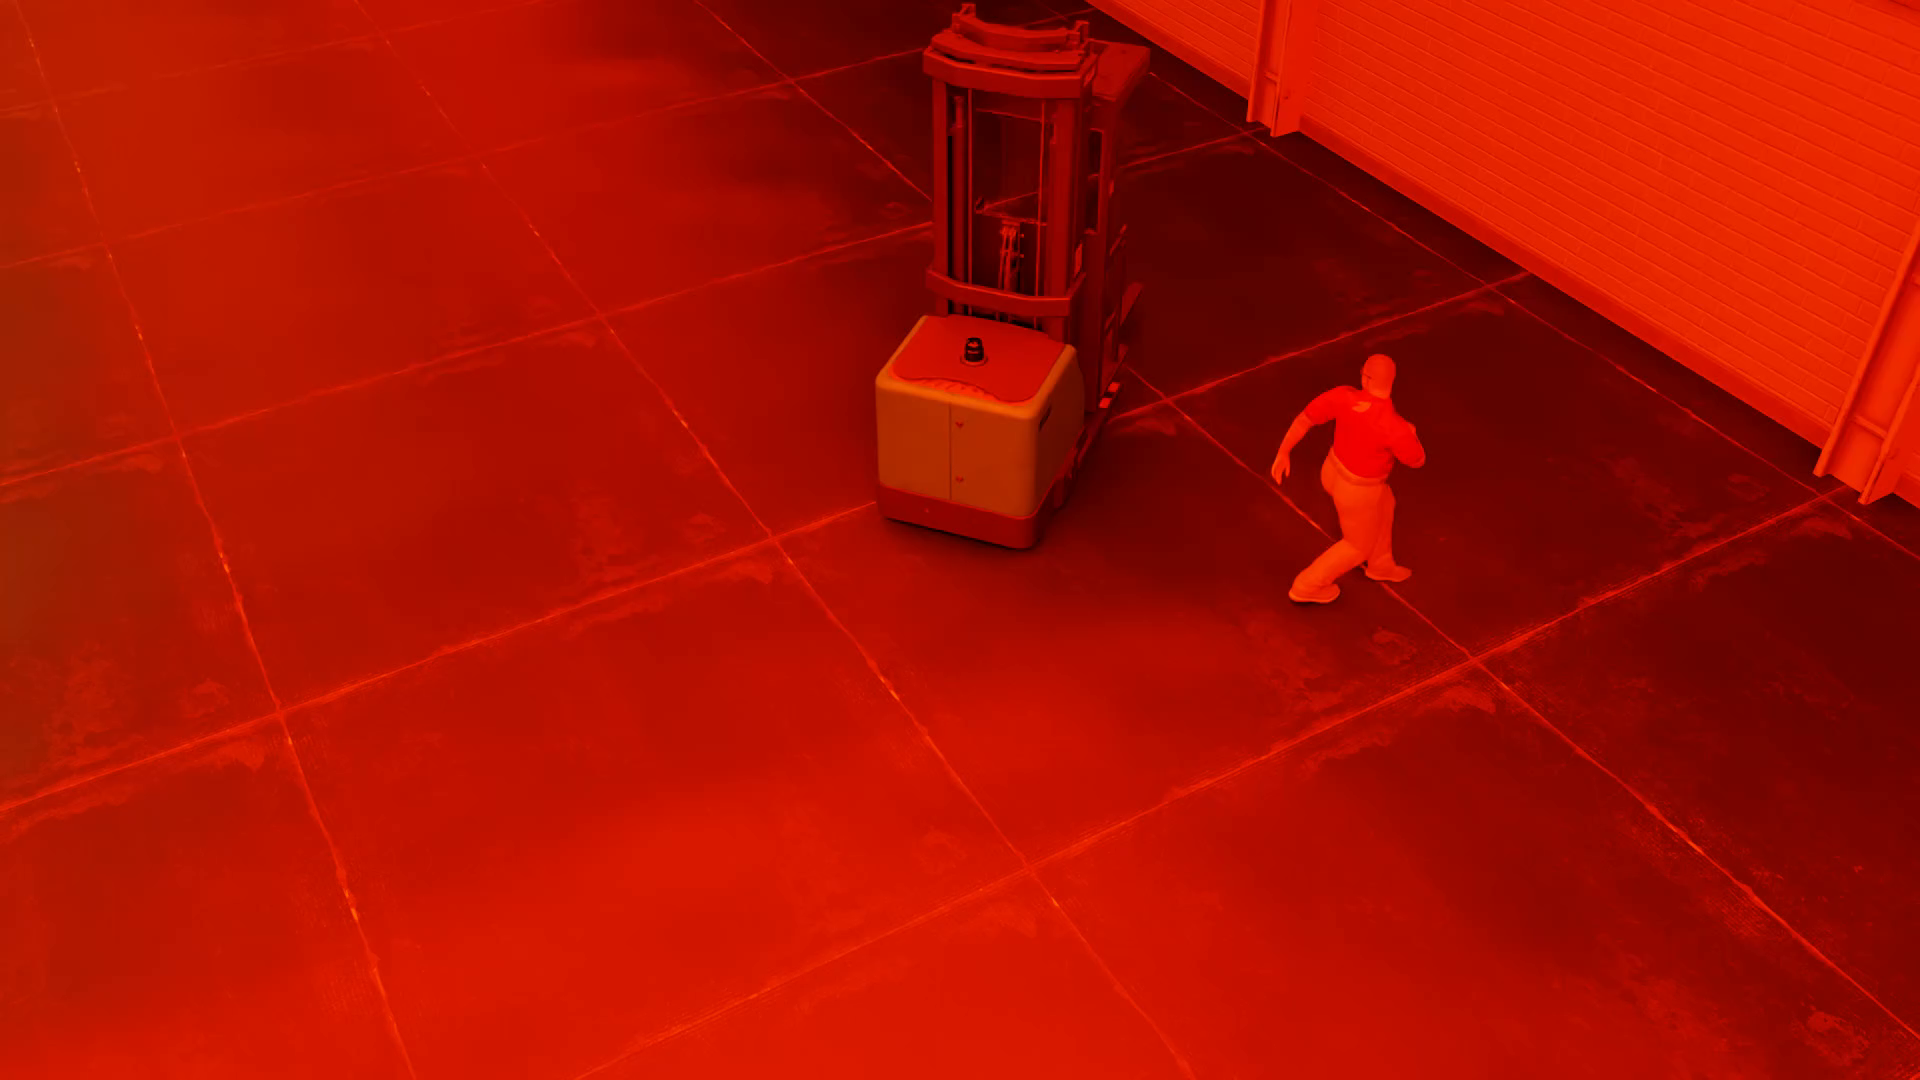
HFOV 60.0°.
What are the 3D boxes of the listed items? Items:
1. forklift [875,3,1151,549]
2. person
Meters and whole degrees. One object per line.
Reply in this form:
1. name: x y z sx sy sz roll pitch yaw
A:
1. forklift: 0.485 -2.020 10.471 1.130 2.935 3.031 14 42 16
2. person: 2.293 -0.323 9.461 0.957 1.689 0.564 -12 41 -14
